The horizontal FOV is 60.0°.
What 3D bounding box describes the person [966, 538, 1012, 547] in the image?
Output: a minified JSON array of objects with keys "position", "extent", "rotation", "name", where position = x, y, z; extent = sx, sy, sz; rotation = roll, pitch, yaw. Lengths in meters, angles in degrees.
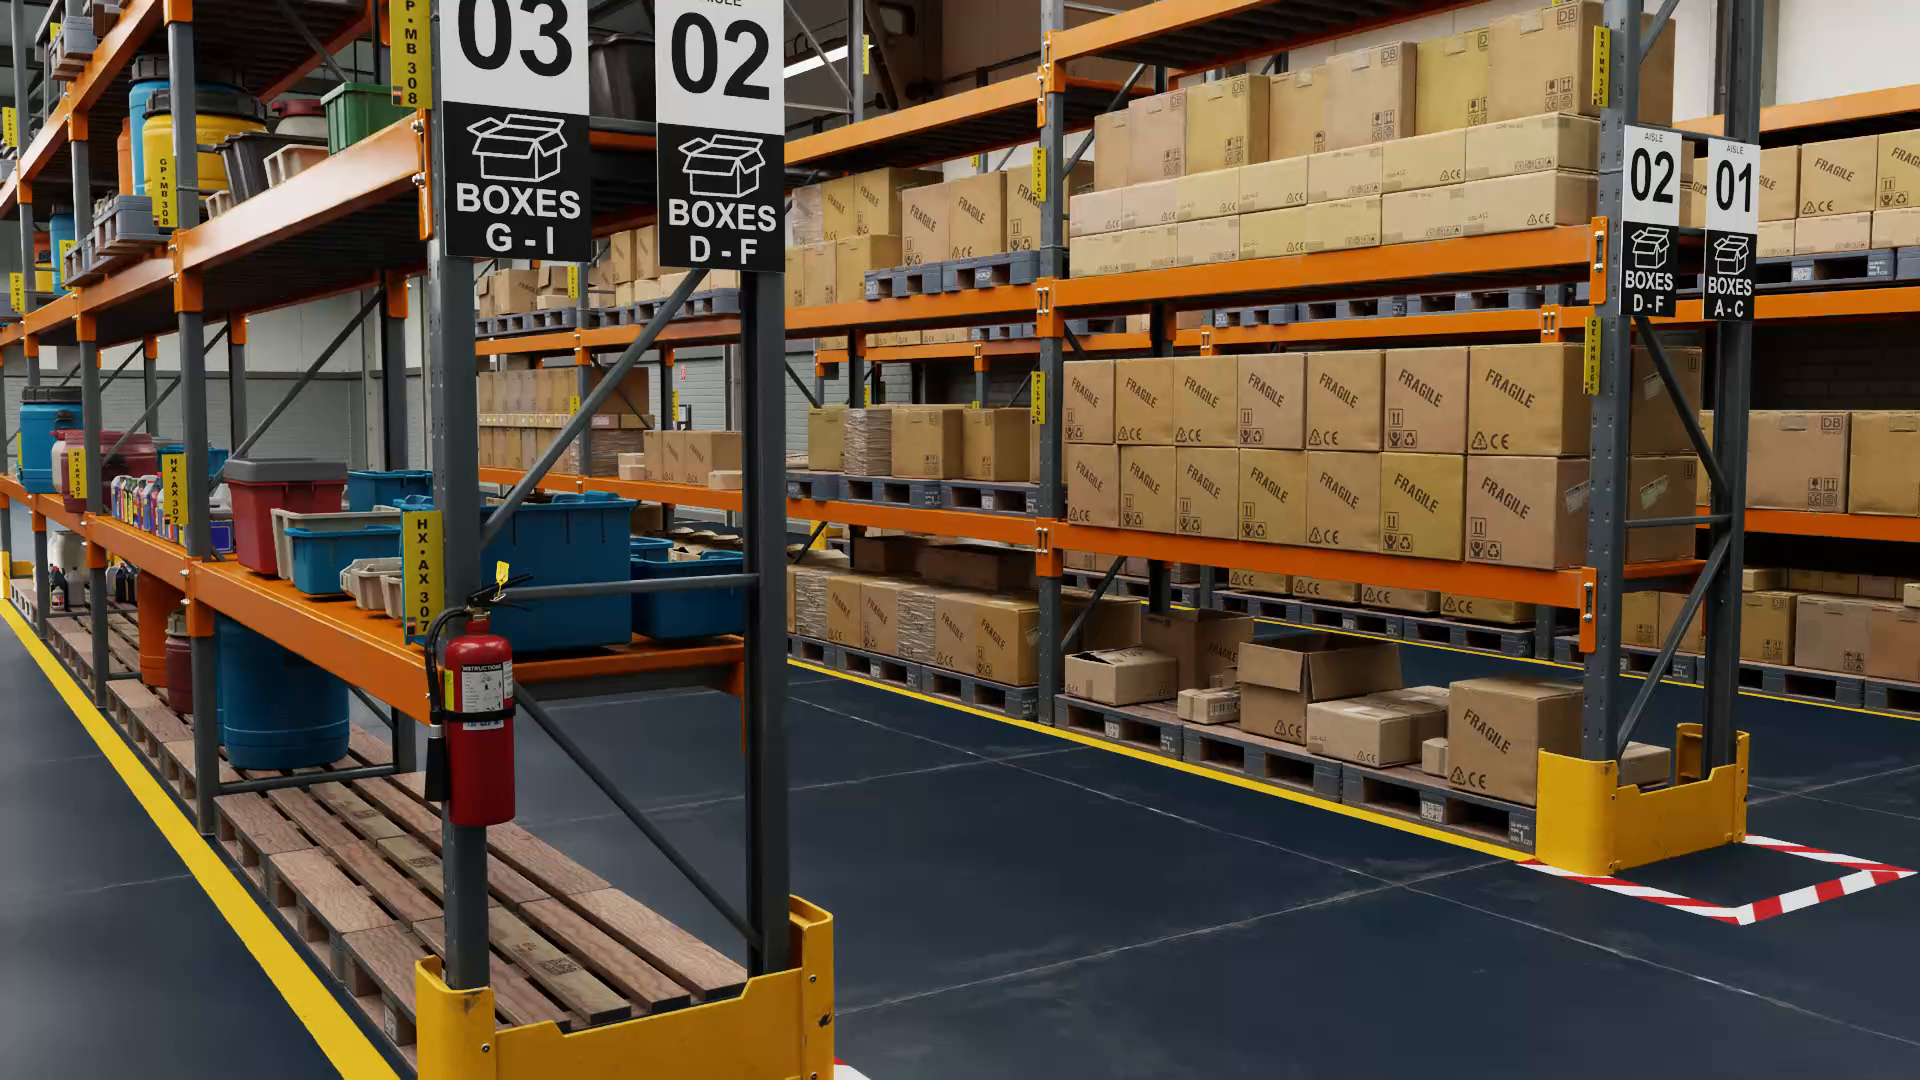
[{"position":[0.303,-0.168,16.105],"extent":[0.616,1.762,0.551],"rotation":[1,5,12],"name":"person"}]
